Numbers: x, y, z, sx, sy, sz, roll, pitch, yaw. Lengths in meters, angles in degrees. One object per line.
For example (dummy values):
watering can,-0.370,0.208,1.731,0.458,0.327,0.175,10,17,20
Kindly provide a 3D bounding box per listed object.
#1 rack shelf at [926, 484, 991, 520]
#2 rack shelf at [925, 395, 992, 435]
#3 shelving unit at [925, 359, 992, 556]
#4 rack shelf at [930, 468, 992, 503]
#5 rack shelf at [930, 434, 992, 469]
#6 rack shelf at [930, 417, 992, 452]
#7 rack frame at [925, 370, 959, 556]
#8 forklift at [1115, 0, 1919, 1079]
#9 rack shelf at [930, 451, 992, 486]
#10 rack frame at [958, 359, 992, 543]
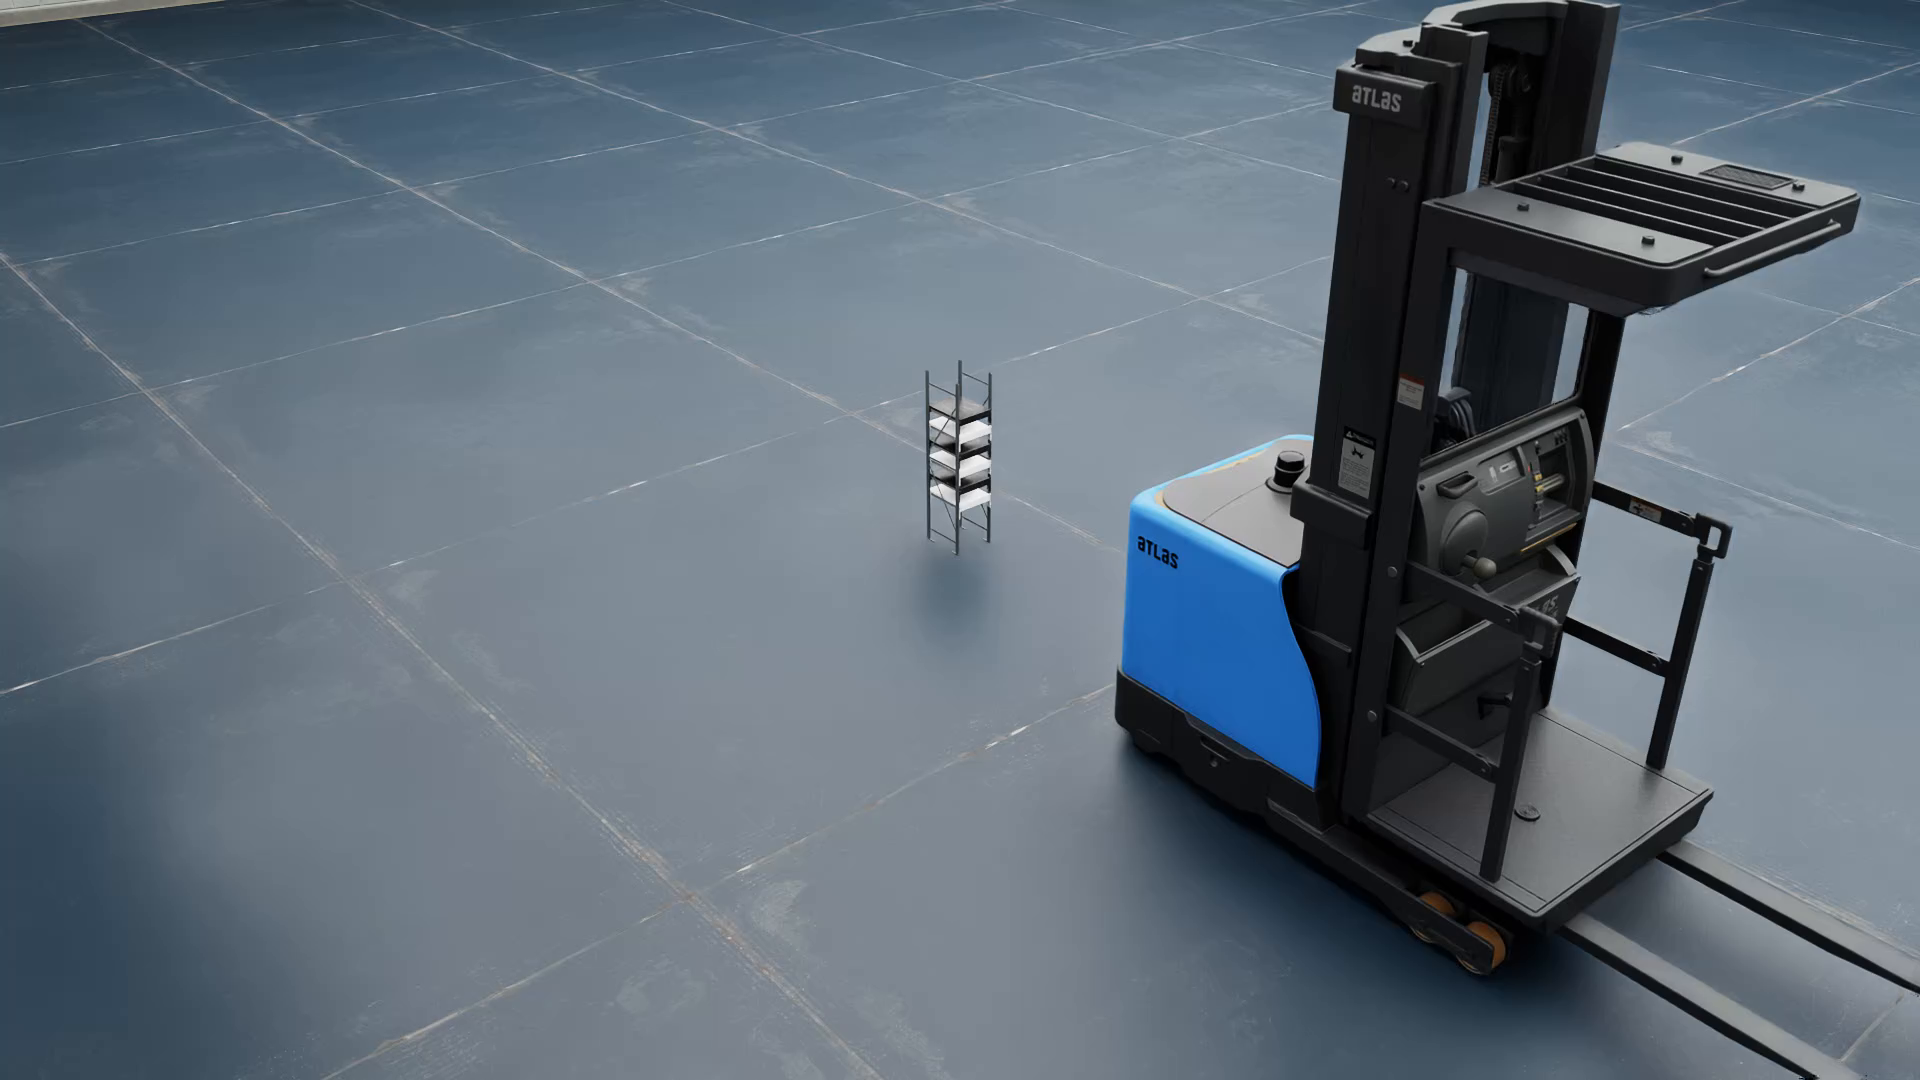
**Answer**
rack shelf,-0.006,-0.206,8.134,0.200,0.077,0.258,-22,35,-35
rack shelf,-0.006,-0.603,7.922,0.200,0.077,0.258,-22,35,-35
shelving unit,-0.006,-0.394,8.033,0.210,0.900,0.258,-22,35,-35
rack shelf,-0.006,-0.286,8.091,0.200,0.077,0.258,-22,35,-35
rack shelf,-0.006,-0.444,8.007,0.200,0.077,0.258,-22,35,-35
rack shelf,-0.006,-0.524,7.964,0.200,0.077,0.258,-22,35,-35
rack frame,-0.084,-0.363,7.975,0.006,0.900,0.240,-22,35,-35
forklift,1.944,-0.116,5.357,1.130,2.935,3.031,-21,34,-34
rack shelf,-0.006,-0.365,8.049,0.200,0.077,0.258,-22,35,-35
rack frame,0.071,-0.426,8.091,0.006,0.900,0.240,-22,35,-35
